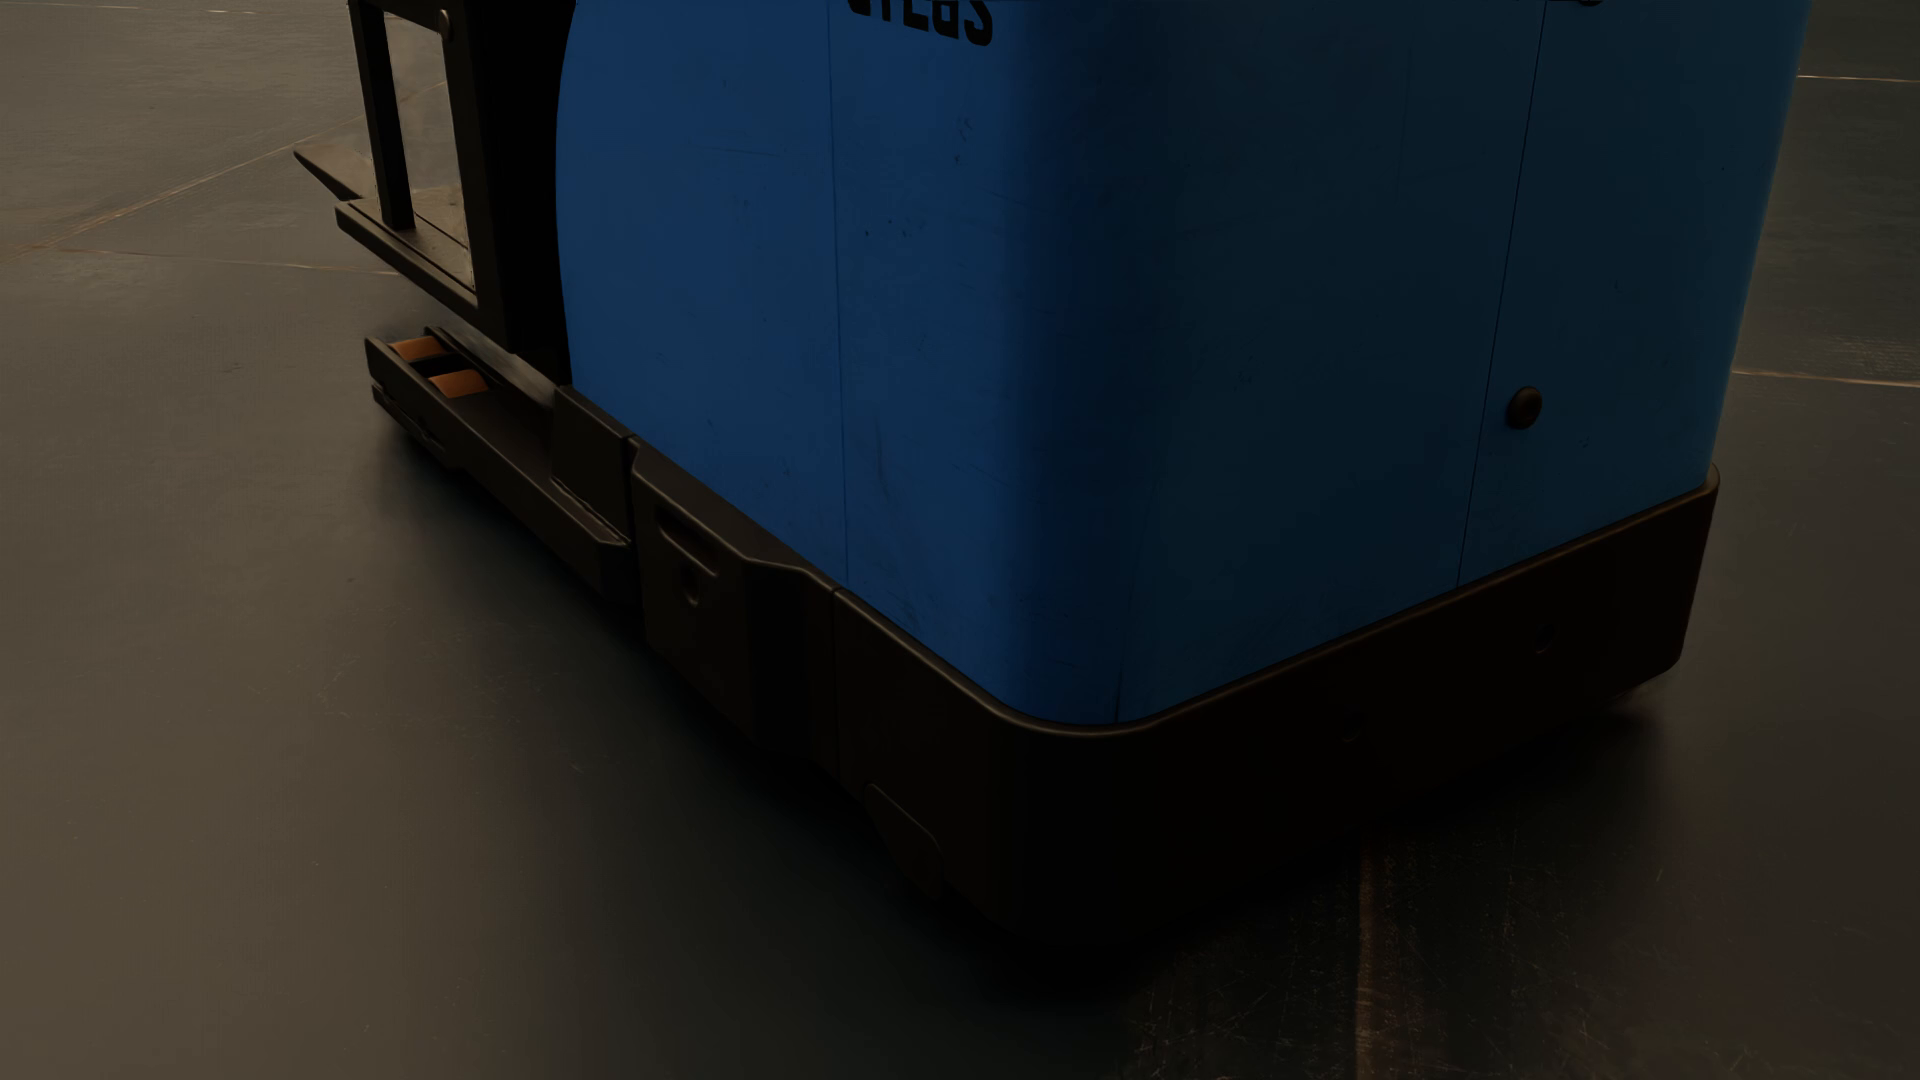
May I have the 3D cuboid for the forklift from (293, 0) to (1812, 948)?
[{"bbox_3d":[-0.359,-1.532,2.282,1.130,2.935,3.031,-18,32,-31],"label":"forklift"}]
